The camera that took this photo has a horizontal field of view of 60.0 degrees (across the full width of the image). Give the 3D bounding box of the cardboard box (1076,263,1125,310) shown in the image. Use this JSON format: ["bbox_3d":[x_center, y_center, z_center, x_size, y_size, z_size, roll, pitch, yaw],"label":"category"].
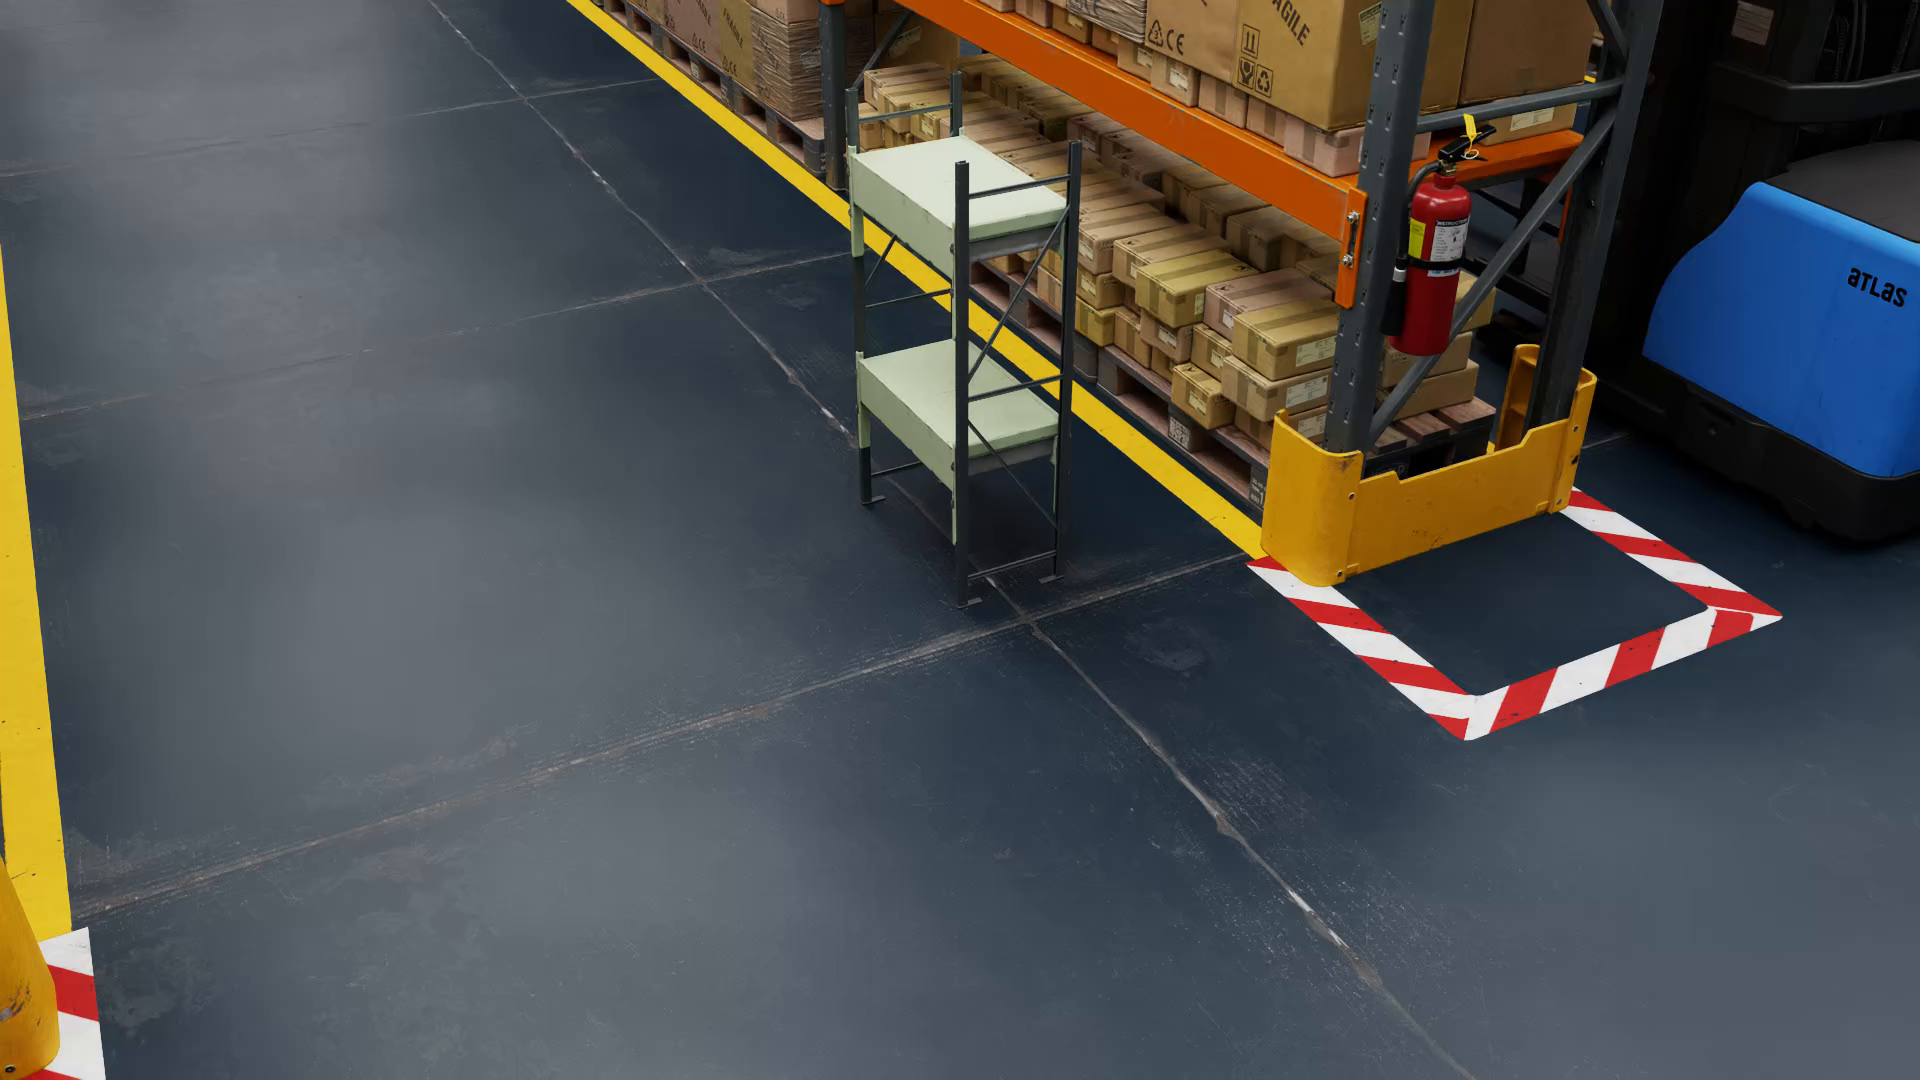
[{"bbox_3d":[0.647,-1.060,6.601,0.380,0.149,0.250,-15,36,-22],"label":"cardboard box"}]

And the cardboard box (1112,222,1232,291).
[{"bbox_3d":[0.807,-1.068,6.338,0.380,0.149,0.250,-17,37,-25],"label":"cardboard box"}]

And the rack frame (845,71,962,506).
[{"bbox_3d":[-0.174,-0.809,5.623,0.400,1.500,0.023,-16,36,-23],"label":"rack frame"}]

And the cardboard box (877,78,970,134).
[{"bbox_3d":[-0.170,-2.059,7.886,0.380,0.149,0.250,-14,35,-21],"label":"cardboard box"}]

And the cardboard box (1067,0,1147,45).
[{"bbox_3d":[0.724,-2.090,5.863,0.500,0.500,0.500,-16,36,-23],"label":"cardboard box"}]

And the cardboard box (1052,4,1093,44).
[{"bbox_3d":[0.579,-2.024,6.362,0.380,0.149,0.250,-15,36,-22],"label":"cardboard box"}]

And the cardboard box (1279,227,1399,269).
[{"bbox_3d":[1.459,-1.103,6.392,0.380,0.149,0.250,-16,36,-23],"label":"cardboard box"}]

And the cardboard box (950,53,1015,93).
[{"bbox_3d":[0.173,-2.318,8.289,0.380,0.149,0.250,-15,36,-22],"label":"cardboard box"}]

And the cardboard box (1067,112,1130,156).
[{"bbox_3d":[0.710,-1.839,7.543,0.380,0.149,0.250,-18,37,-25],"label":"cardboard box"}]

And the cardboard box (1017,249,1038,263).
[{"bbox_3d":[0.390,-1.311,6.993,0.380,0.149,0.250,-15,36,-23],"label":"cardboard box"}]

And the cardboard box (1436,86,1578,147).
[{"bbox_3d":[1.781,-1.418,5.415,0.380,0.149,0.250,-16,36,-23],"label":"cardboard box"}]

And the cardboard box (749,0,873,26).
[{"bbox_3d":[-0.794,-2.927,8.771,0.500,0.250,0.500,-17,36,-24],"label":"cardboard box"}]

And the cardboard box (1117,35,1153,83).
[{"bbox_3d":[0.790,-1.758,5.947,0.380,0.149,0.250,-18,37,-25],"label":"cardboard box"}]

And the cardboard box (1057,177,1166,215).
[{"bbox_3d":[0.607,-1.336,6.756,0.380,0.149,0.250,-17,36,-25],"label":"cardboard box"}]

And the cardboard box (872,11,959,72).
[{"bbox_3d":[-0.333,-2.739,9.172,0.500,0.500,0.500,-14,35,-21],"label":"cardboard box"}]

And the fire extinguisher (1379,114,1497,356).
[{"bbox_3d":[1.351,-0.861,4.730,0.296,0.674,0.183,-16,36,-23],"label":"fire extinguisher"}]

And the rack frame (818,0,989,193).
[{"bbox_3d":[-0.223,-3.195,7.957,1.000,3.000,0.127,-16,36,-23],"label":"rack frame"}]

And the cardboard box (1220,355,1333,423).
[{"bbox_3d":[1.143,-0.568,5.834,0.380,0.149,0.250,-17,36,-24],"label":"cardboard box"}]

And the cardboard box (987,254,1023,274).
[{"bbox_3d":[0.303,-1.308,7.265,0.380,0.149,0.250,-17,36,-24],"label":"cardboard box"}]

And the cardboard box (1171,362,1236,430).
[{"bbox_3d":[1.002,-0.559,6.095,0.380,0.149,0.250,-15,35,-22],"label":"cardboard box"}]

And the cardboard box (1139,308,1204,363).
[{"bbox_3d":[0.899,-0.816,6.220,0.380,0.149,0.250,-17,37,-25],"label":"cardboard box"}]

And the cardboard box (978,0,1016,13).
[{"bbox_3d":[0.276,-2.256,6.723,0.380,0.149,0.250,-14,35,-21],"label":"cardboard box"}]

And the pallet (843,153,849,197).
[{"bbox_3d":[0.121,-1.710,8.223,1.003,0.211,1.213,-16,36,-23],"label":"pallet"}]

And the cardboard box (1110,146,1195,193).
[{"bbox_3d":[0.865,-1.568,7.118,0.380,0.149,0.250,-16,36,-23],"label":"cardboard box"}]

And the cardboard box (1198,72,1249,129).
[{"bbox_3d":[1.027,-1.509,5.558,0.380,0.149,0.250,-16,36,-24],"label":"cardboard box"}]

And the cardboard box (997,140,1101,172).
[{"bbox_3d":[0.380,-1.581,7.139,0.380,0.149,0.250,-17,37,-25],"label":"cardboard box"}]

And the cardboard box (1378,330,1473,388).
[{"bbox_3d":[1.625,-0.703,6.044,0.380,0.149,0.250,-14,35,-21],"label":"cardboard box"}]

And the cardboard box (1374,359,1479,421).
[{"bbox_3d":[1.681,-0.593,6.149,0.380,0.149,0.250,-15,36,-22],"label":"cardboard box"}]

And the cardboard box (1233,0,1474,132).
[{"bbox_3d":[1.205,-1.603,5.104,0.500,0.500,0.500,-15,36,-22],"label":"cardboard box"}]

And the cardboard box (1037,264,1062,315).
[{"bbox_3d":[0.545,-1.063,6.881,0.380,0.149,0.250,-15,36,-22],"label":"cardboard box"}]

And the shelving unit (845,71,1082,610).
[{"bbox_3d":[-0.003,-0.635,5.350,0.431,1.500,0.755,-16,36,-23],"label":"shelving unit"}]

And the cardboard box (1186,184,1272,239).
[{"bbox_3d":[1.149,-1.335,6.755,0.380,0.149,0.250,-14,35,-21],"label":"cardboard box"}]

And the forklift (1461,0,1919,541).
[{"bbox_3d":[2.829,-2.010,6.170,1.130,2.935,3.031,-15,35,-21],"label":"forklift"}]

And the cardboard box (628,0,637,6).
[{"bbox_3d":[-1.984,-3.827,10.870,0.500,0.500,0.500,-17,37,-25],"label":"cardboard box"}]

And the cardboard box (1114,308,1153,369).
[{"bbox_3d":[0.829,-0.821,6.504,0.380,0.149,0.250,-15,36,-23],"label":"cardboard box"}]

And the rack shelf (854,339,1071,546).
[{"bbox_3d":[-0.003,-0.360,5.526,0.431,0.370,0.720,-16,36,-23],"label":"rack shelf"}]

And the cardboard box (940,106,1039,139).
[{"bbox_3d":[0.133,-1.832,7.531,0.380,0.149,0.250,-17,36,-24],"label":"cardboard box"}]

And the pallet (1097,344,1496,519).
[{"bbox_3d":[1.259,-0.545,6.405,1.003,0.211,1.213,-16,36,-23],"label":"pallet"}]

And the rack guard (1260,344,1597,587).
[{"bbox_3d":[1.606,-0.270,5.708,1.175,0.500,0.348,-16,36,-23],"label":"rack guard"}]

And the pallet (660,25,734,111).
[{"bbox_3d":[-1.160,-2.975,10.198,1.003,0.211,1.213,-16,36,-23],"label":"pallet"}]

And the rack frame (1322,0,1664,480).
[{"bbox_3d":[1.642,-1.286,4.977,1.000,3.000,0.127,-16,36,-23],"label":"rack frame"}]

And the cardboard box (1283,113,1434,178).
[{"bbox_3d":[1.240,-1.265,5.177,0.380,0.149,0.250,-16,36,-23],"label":"cardboard box"}]

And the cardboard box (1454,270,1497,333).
[{"bbox_3d":[1.698,-0.849,5.996,0.380,0.149,0.250,-18,37,-25],"label":"cardboard box"}]

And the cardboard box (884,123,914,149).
[{"bbox_3d":[-0.140,-1.945,7.983,0.380,0.149,0.250,-16,36,-23],"label":"cardboard box"}]

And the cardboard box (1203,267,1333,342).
[{"bbox_3d":[1.104,-0.837,5.977,0.380,0.149,0.250,-15,36,-22],"label":"cardboard box"}]

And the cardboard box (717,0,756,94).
[{"bbox_3d":[-1.030,-2.854,9.353,0.500,0.500,0.500,-17,36,-24],"label":"cardboard box"}]

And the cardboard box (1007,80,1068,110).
[{"bbox_3d":[0.450,-2.089,7.932,0.380,0.149,0.250,-16,36,-24],"label":"cardboard box"}]

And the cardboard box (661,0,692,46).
[{"bbox_3d":[-1.503,-3.344,10.117,0.500,0.500,0.500,-17,36,-24],"label":"cardboard box"}]
